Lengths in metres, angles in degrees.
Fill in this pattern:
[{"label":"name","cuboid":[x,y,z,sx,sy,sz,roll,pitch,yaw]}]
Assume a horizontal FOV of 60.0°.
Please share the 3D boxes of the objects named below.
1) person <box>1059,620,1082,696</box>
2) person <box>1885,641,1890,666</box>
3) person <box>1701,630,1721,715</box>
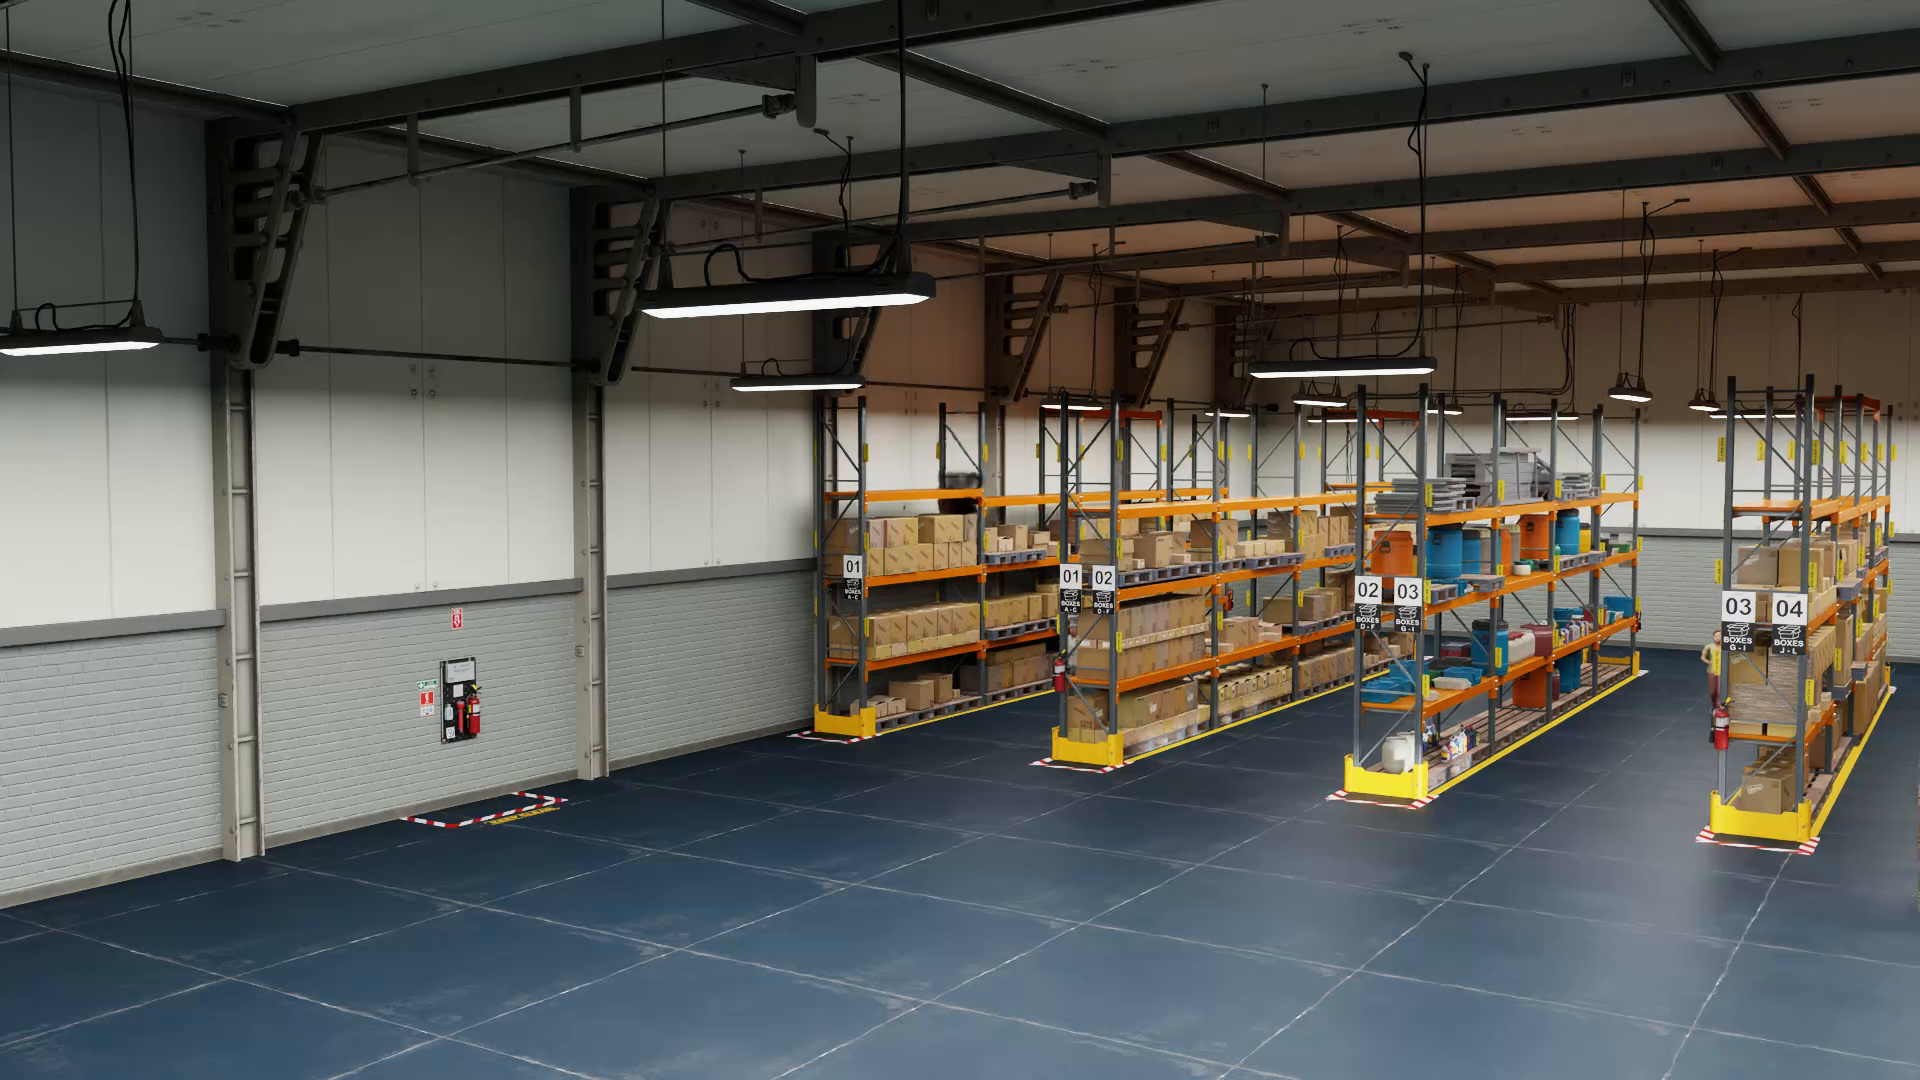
[{"label":"person","cuboid":[2.079,2.296,29.998,0.562,1.734,0.813,2,4,32]},{"label":"person","cuboid":[19.733,2.352,35.867,0.574,1.580,0.586,-2,4,-36]},{"label":"person","cuboid":[14.202,2.531,31.170,0.593,1.688,0.856,2,3,27]}]
